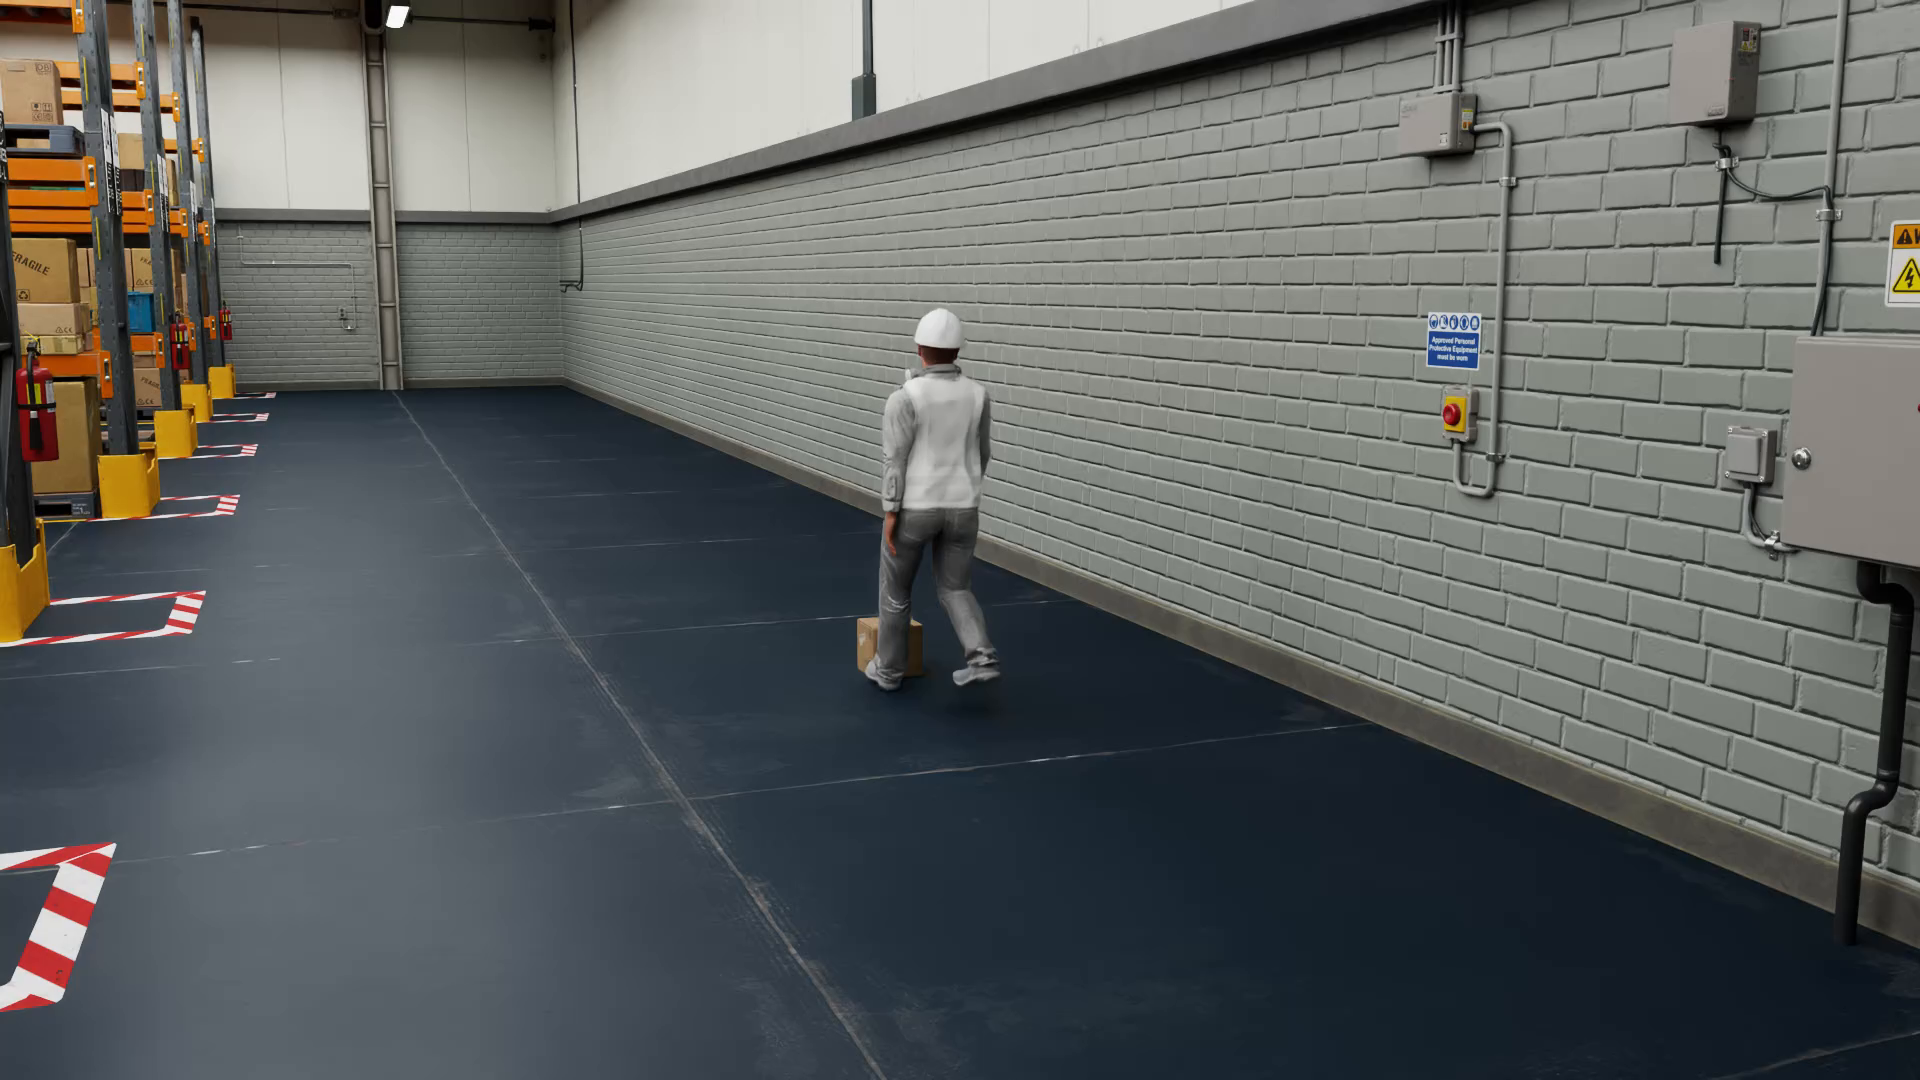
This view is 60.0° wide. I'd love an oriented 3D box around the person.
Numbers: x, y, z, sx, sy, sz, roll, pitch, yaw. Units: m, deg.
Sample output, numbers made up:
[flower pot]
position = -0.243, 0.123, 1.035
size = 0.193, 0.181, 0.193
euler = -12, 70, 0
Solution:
[person]
position = -0.133, -0.159, 7.462
size = 0.549, 1.747, 0.844
euler = -4, 10, -25
